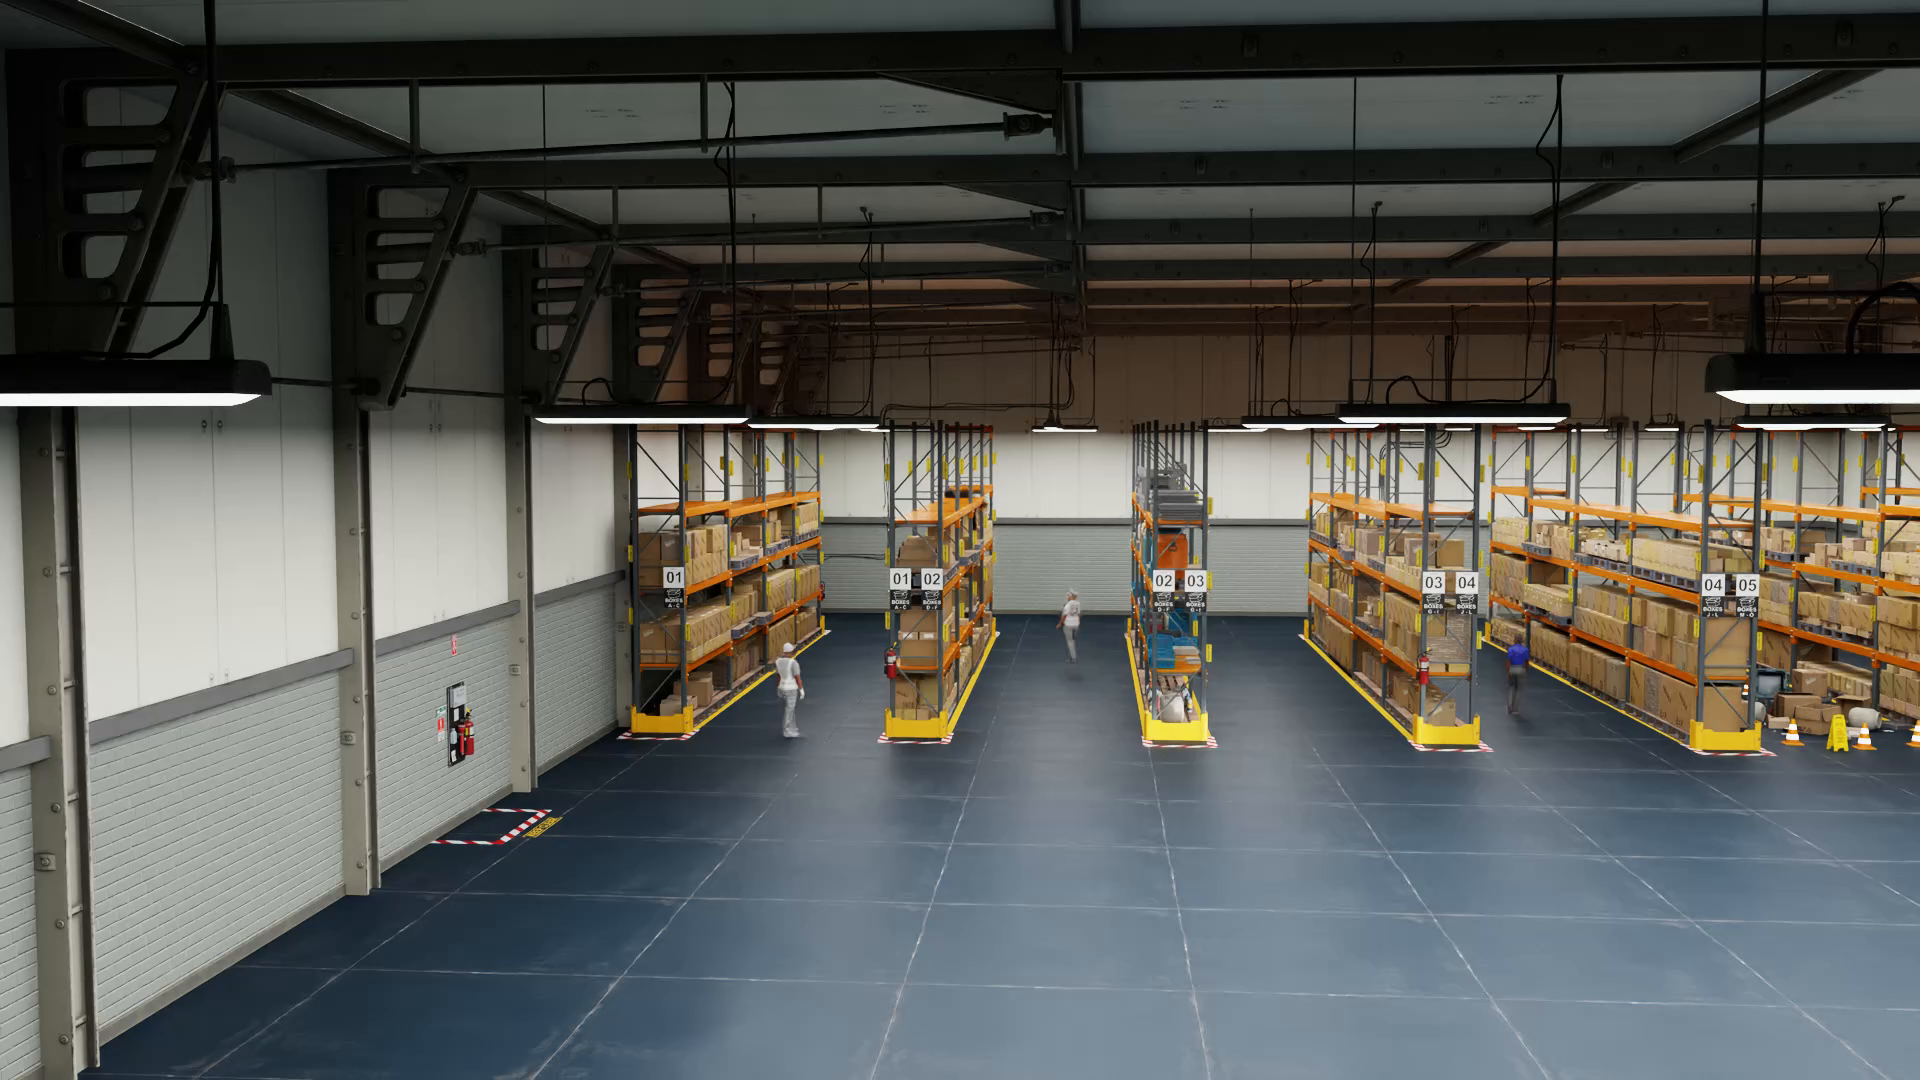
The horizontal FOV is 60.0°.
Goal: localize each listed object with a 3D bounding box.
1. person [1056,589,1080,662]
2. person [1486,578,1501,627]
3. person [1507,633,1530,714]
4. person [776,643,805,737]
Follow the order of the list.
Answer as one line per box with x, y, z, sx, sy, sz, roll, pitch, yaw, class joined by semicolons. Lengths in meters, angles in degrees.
2.652;2.120;40.522;0.578;1.842;0.599;-3;5;-38;person
15.474;1.839;48.145;0.522;1.645;0.500;-2;4;-31;person
11.413;2.748;34.001;0.433;1.690;0.462;3;5;39;person
-3.168;2.851;31.516;0.578;1.822;0.546;-2;4;-28;person
